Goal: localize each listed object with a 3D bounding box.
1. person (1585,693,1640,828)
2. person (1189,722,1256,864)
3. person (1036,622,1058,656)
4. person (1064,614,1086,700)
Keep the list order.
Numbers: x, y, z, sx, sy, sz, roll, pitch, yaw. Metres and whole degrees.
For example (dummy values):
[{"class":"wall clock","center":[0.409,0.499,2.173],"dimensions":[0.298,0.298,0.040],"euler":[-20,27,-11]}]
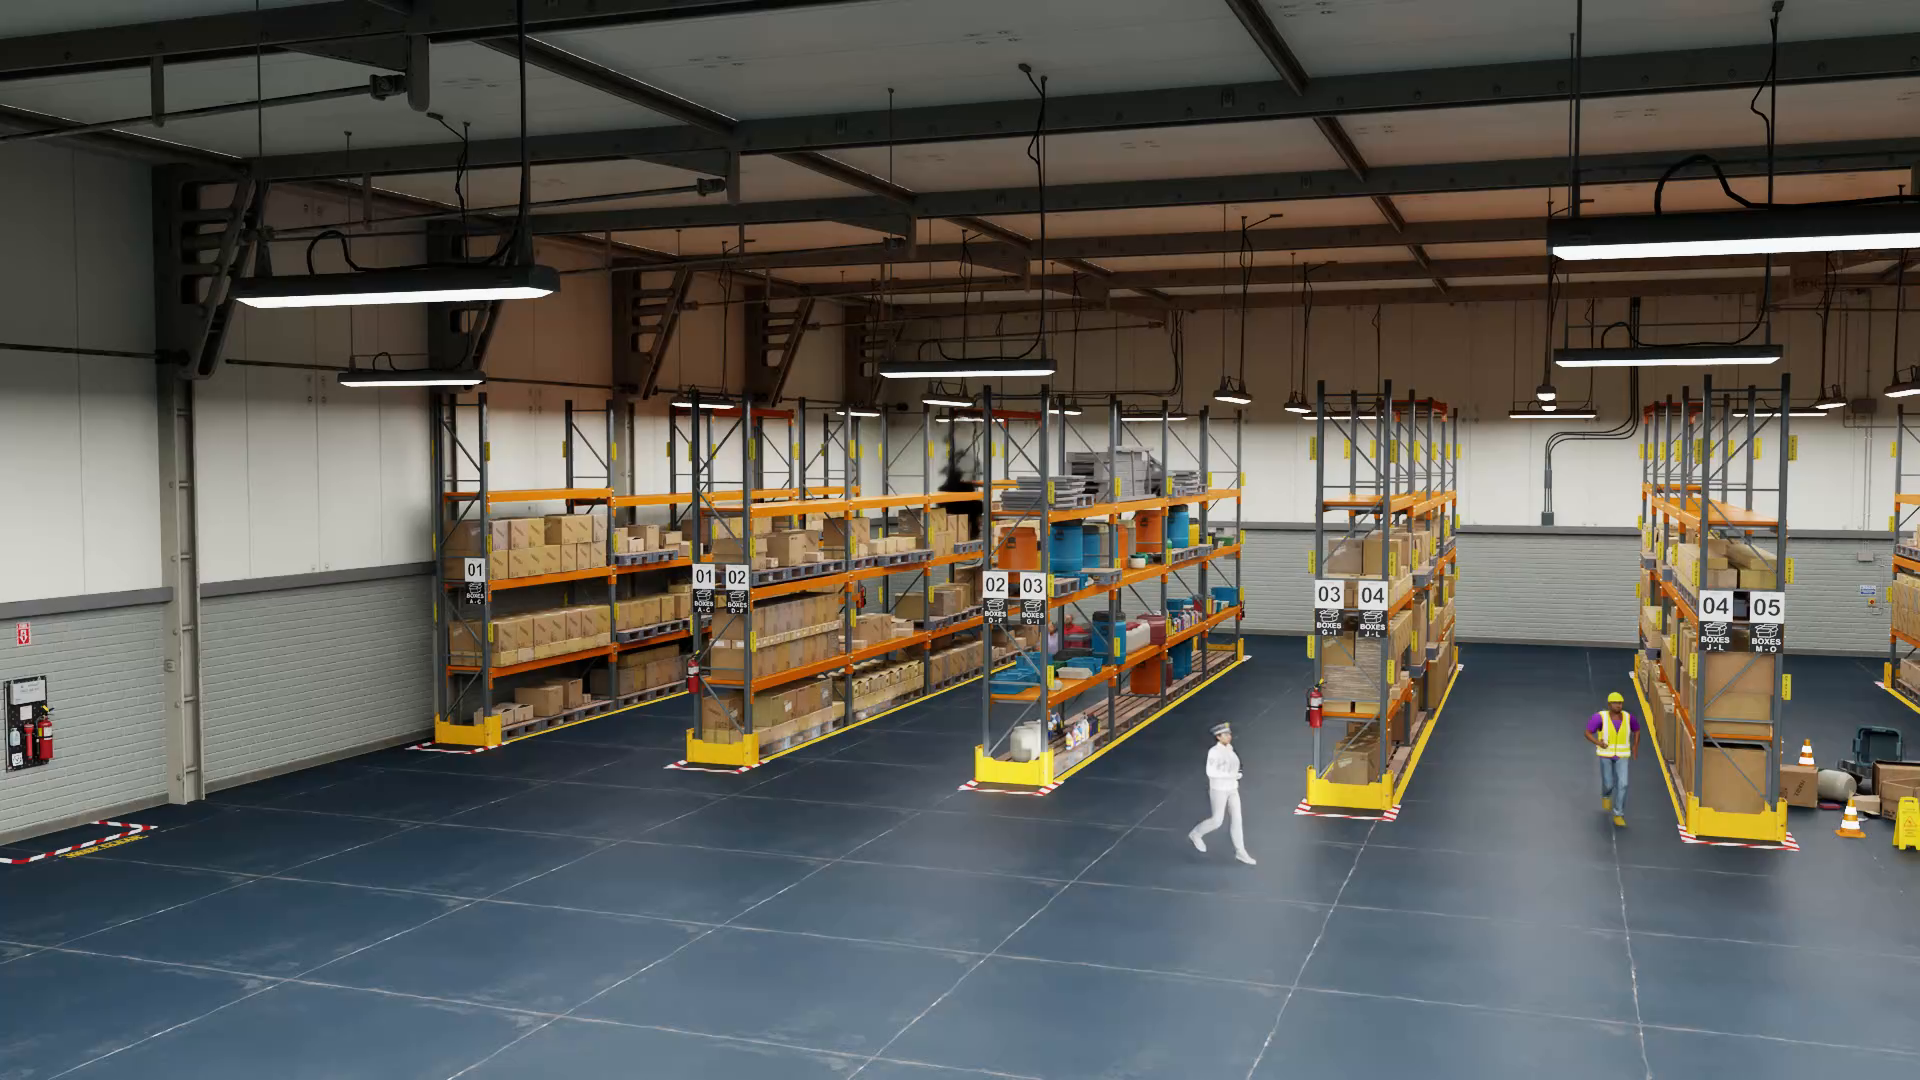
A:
[{"class":"person","center":[8.852,2.935,22.530],"dimensions":[0.738,1.761,0.865],"euler":[1,3,12]},{"class":"person","center":[3.211,3.055,20.261],"dimensions":[0.613,1.682,0.924],"euler":[-3,4,-45]},{"class":"person","center":[1.795,2.427,32.814],"dimensions":[0.614,1.624,0.917],"euler":[1,3,15]},{"class":"person","center":[2.291,2.355,33.782],"dimensions":[0.661,1.739,0.805],"euler":[1,3,25]}]
